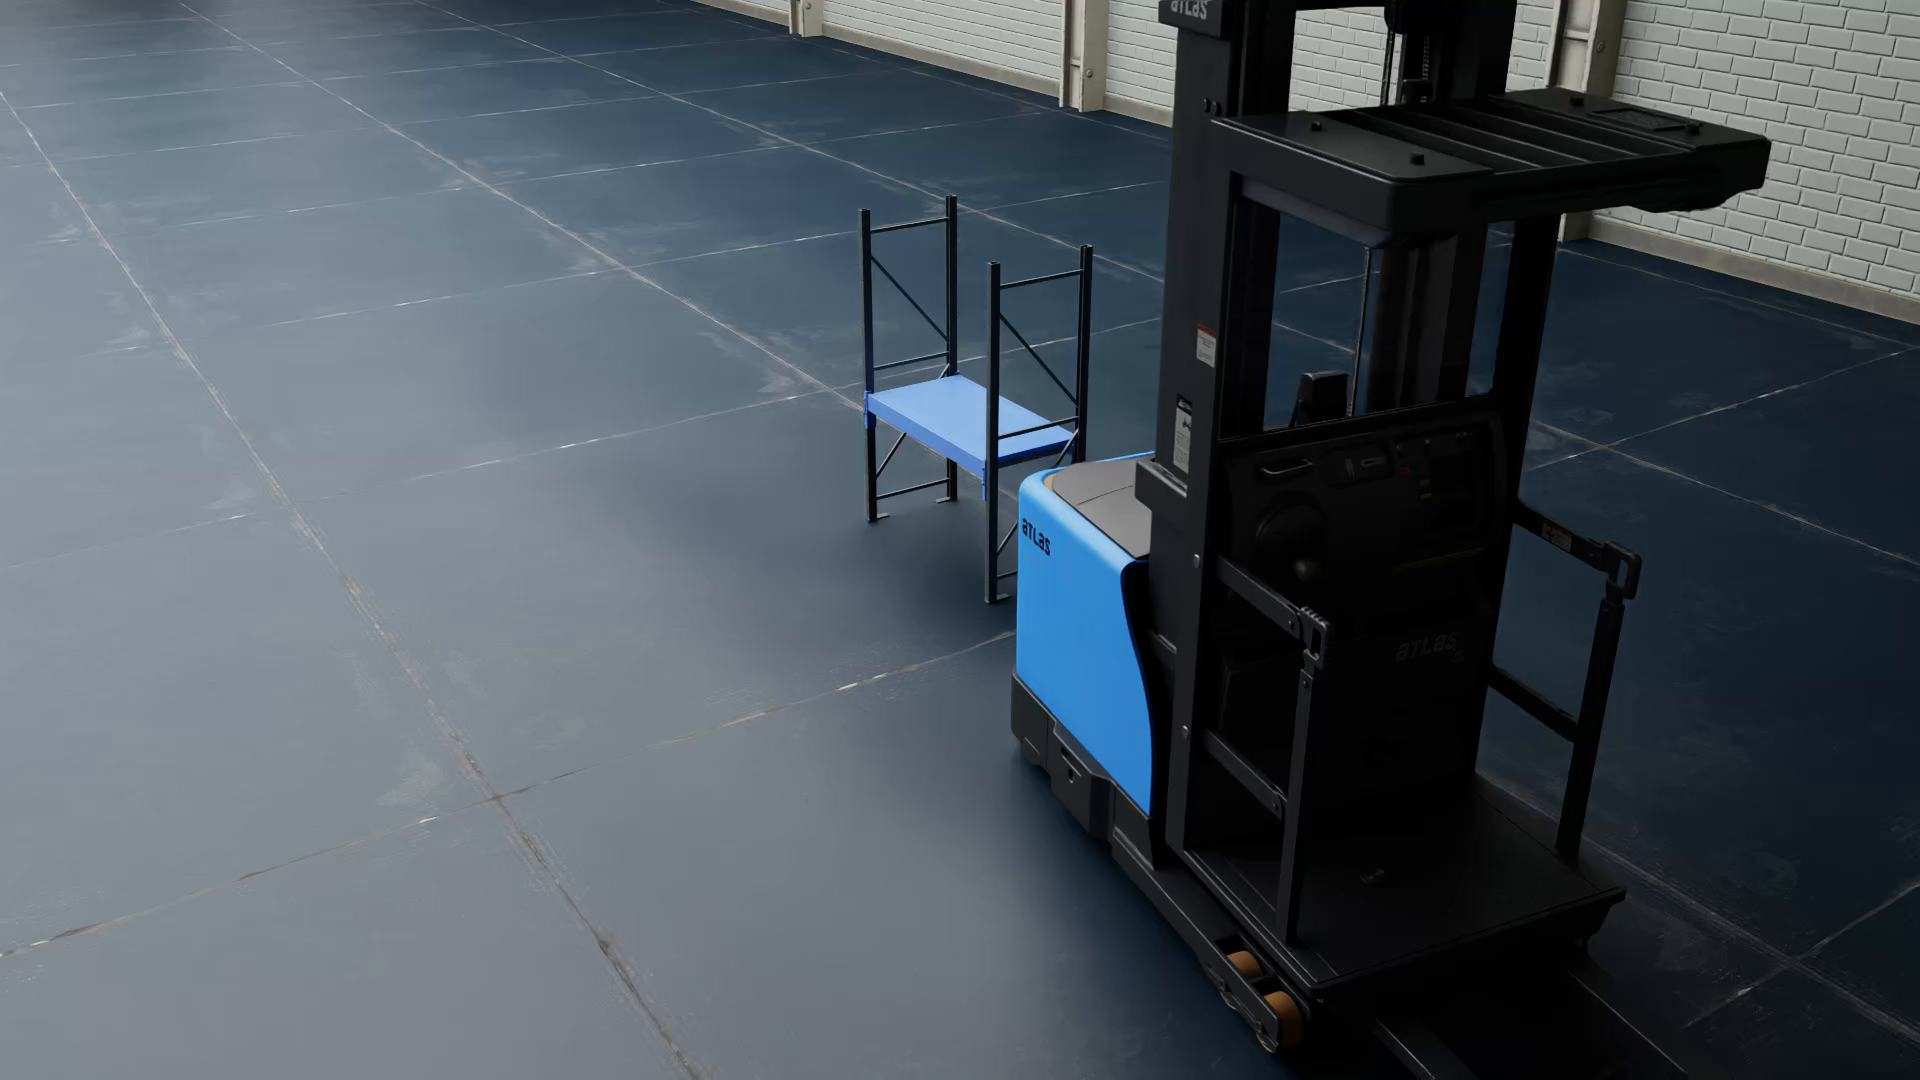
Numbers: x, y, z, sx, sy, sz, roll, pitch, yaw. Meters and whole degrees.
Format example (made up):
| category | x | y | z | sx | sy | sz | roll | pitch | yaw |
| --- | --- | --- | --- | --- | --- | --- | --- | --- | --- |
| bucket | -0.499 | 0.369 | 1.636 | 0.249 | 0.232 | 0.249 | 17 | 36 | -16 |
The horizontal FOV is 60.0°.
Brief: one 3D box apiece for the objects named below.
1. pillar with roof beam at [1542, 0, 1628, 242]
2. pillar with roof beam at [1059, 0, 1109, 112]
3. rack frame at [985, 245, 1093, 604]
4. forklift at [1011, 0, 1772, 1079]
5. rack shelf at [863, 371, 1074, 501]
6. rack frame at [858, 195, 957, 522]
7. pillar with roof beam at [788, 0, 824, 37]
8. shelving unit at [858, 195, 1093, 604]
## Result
| category | x | y | z | sx | sy | sz | roll | pitch | yaw |
| --- | --- | --- | --- | --- | --- | --- | --- | --- | --- |
| pillar with roof beam | 0.937 | -5.407 | 8.662 | 9.100 | 9.000 | 0.400 | -16 | 29 | -30 |
| pillar with roof beam | -2.338 | -7.553 | 13.208 | 9.100 | 9.000 | 0.400 | -16 | 29 | -30 |
| rack frame | 0.324 | -0.466 | 6.980 | 0.500 | 1.500 | 0.032 | -16 | 29 | -30 |
| forklift | 1.241 | -0.091 | 4.509 | 1.130 | 2.935 | 3.031 | -11 | 27 | -21 |
| rack shelf | 0.047 | -0.485 | 7.442 | 0.538 | 0.185 | 1.000 | -16 | 29 | -30 |
| rack frame | -0.231 | -0.830 | 7.750 | 0.500 | 1.500 | 0.032 | -16 | 29 | -30 |
| pillar with roof beam | -5.614 | -9.699 | 17.754 | 9.100 | 9.000 | 0.400 | -16 | 29 | -30 |
| shelving unit | 0.047 | -0.648 | 7.365 | 0.538 | 1.500 | 1.048 | -16 | 29 | -30 |
